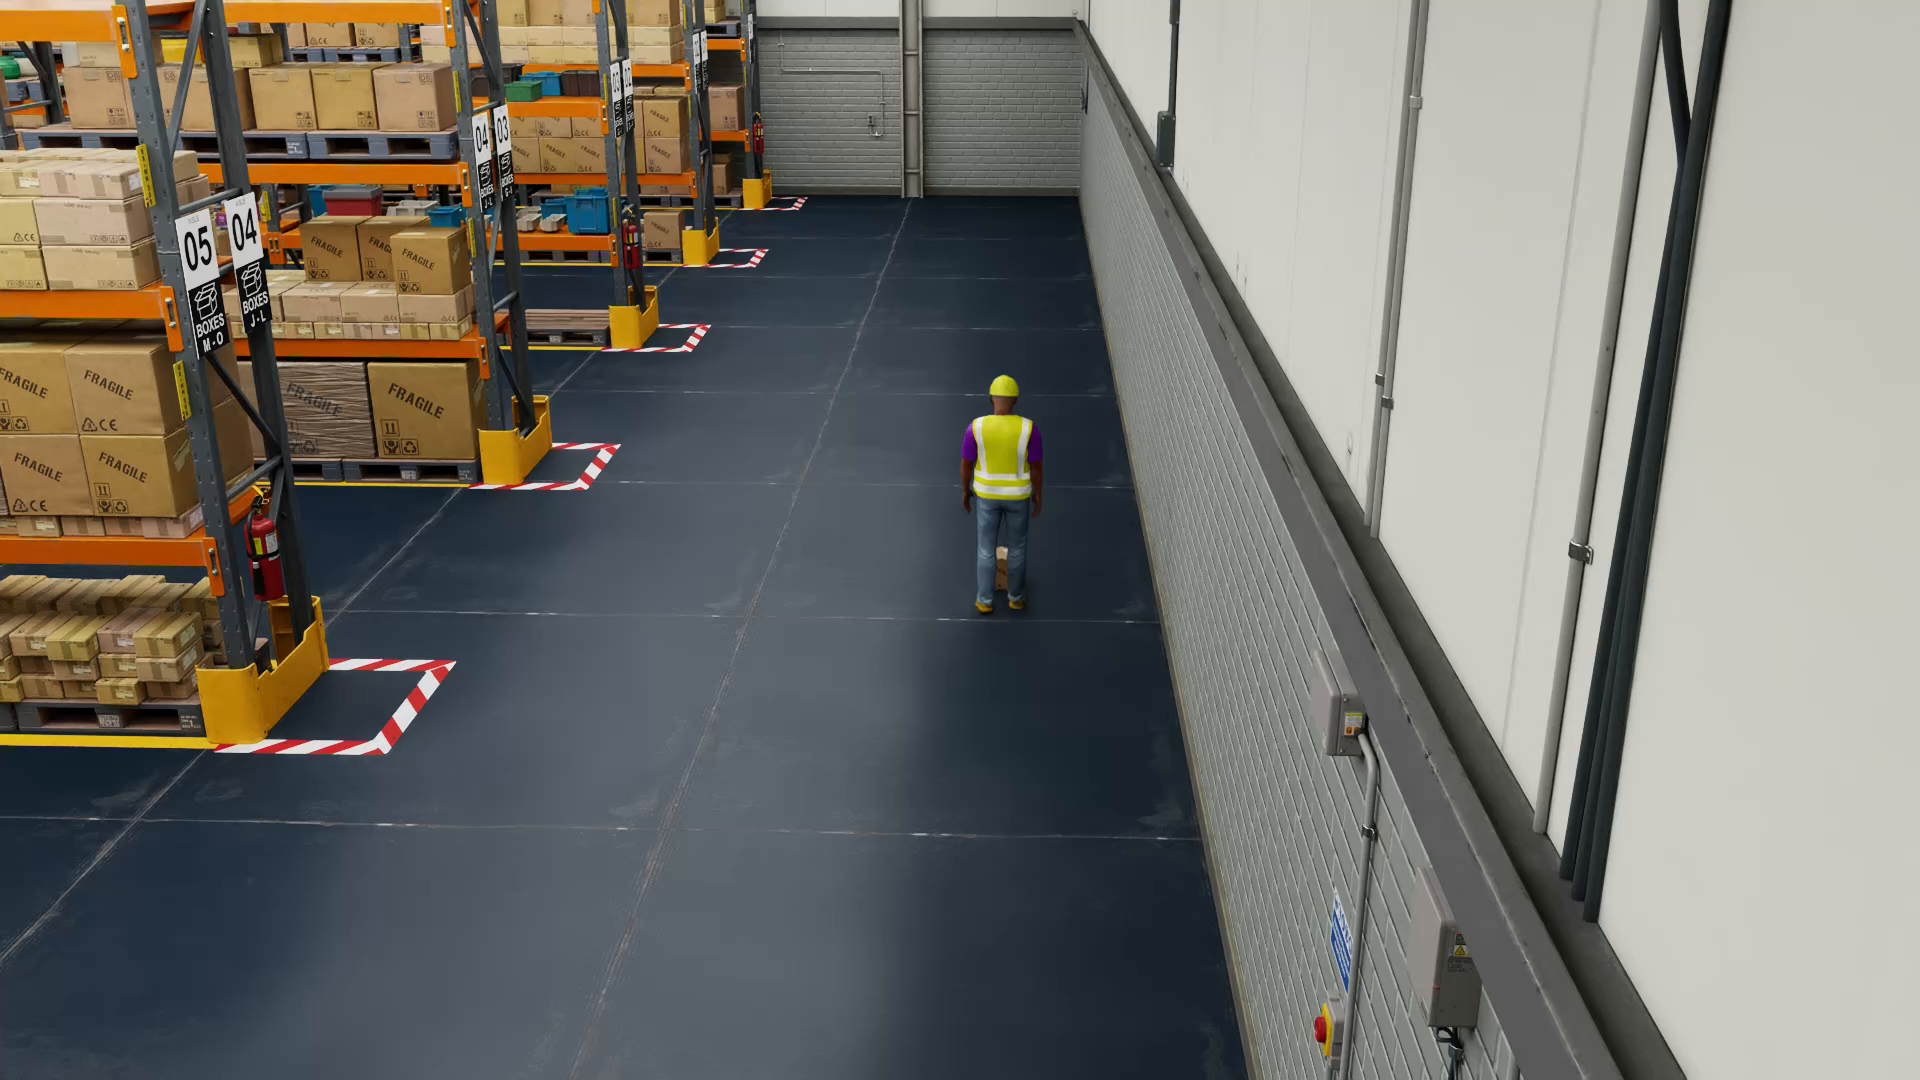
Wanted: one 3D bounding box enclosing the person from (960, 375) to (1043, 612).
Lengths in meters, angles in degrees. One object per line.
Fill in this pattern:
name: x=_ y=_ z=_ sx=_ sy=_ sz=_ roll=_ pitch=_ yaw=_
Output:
person: x=0.299 y=-0.335 z=11.939 sx=0.587 sy=1.782 sz=0.462 roll=1 pitch=21 yaw=3
